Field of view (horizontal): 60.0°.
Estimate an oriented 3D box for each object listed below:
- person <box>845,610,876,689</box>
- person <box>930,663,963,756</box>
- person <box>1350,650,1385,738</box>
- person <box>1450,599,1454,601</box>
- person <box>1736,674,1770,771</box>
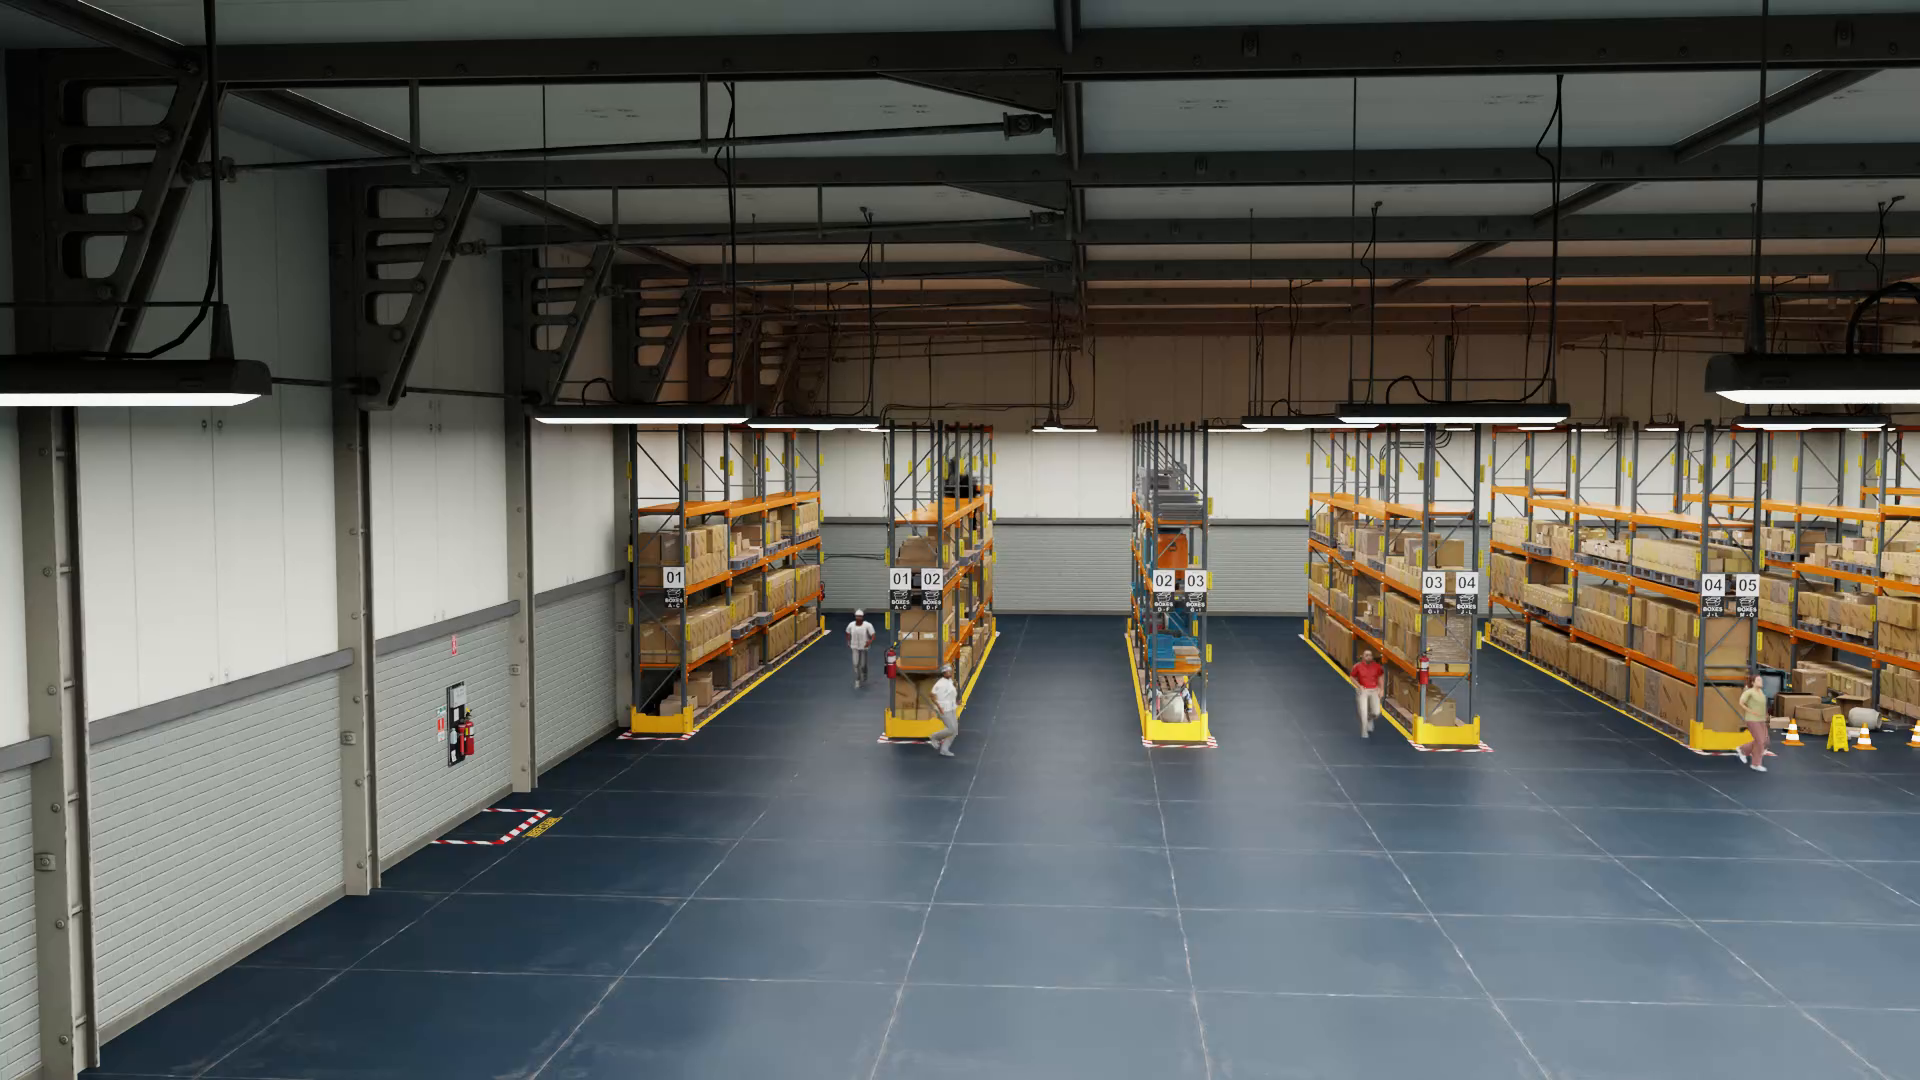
[{"bbox_3d":[-2.270,2.465,37.815,0.711,1.765,0.872,0,4,5],"label":"person"},{"bbox_3d":[-0.233,3.031,29.656,0.560,1.654,0.577,2,4,32],"label":"person"},{"bbox_3d":[7.708,2.909,31.404,0.674,1.669,0.591,0,4,4],"label":"person"},{"bbox_3d":[13.413,1.931,45.864,0.780,1.790,0.853,2,4,23],"label":"person"},{"bbox_3d":[13.602,3.114,28.537,0.623,1.652,0.596,-2,4,-28],"label":"person"}]
